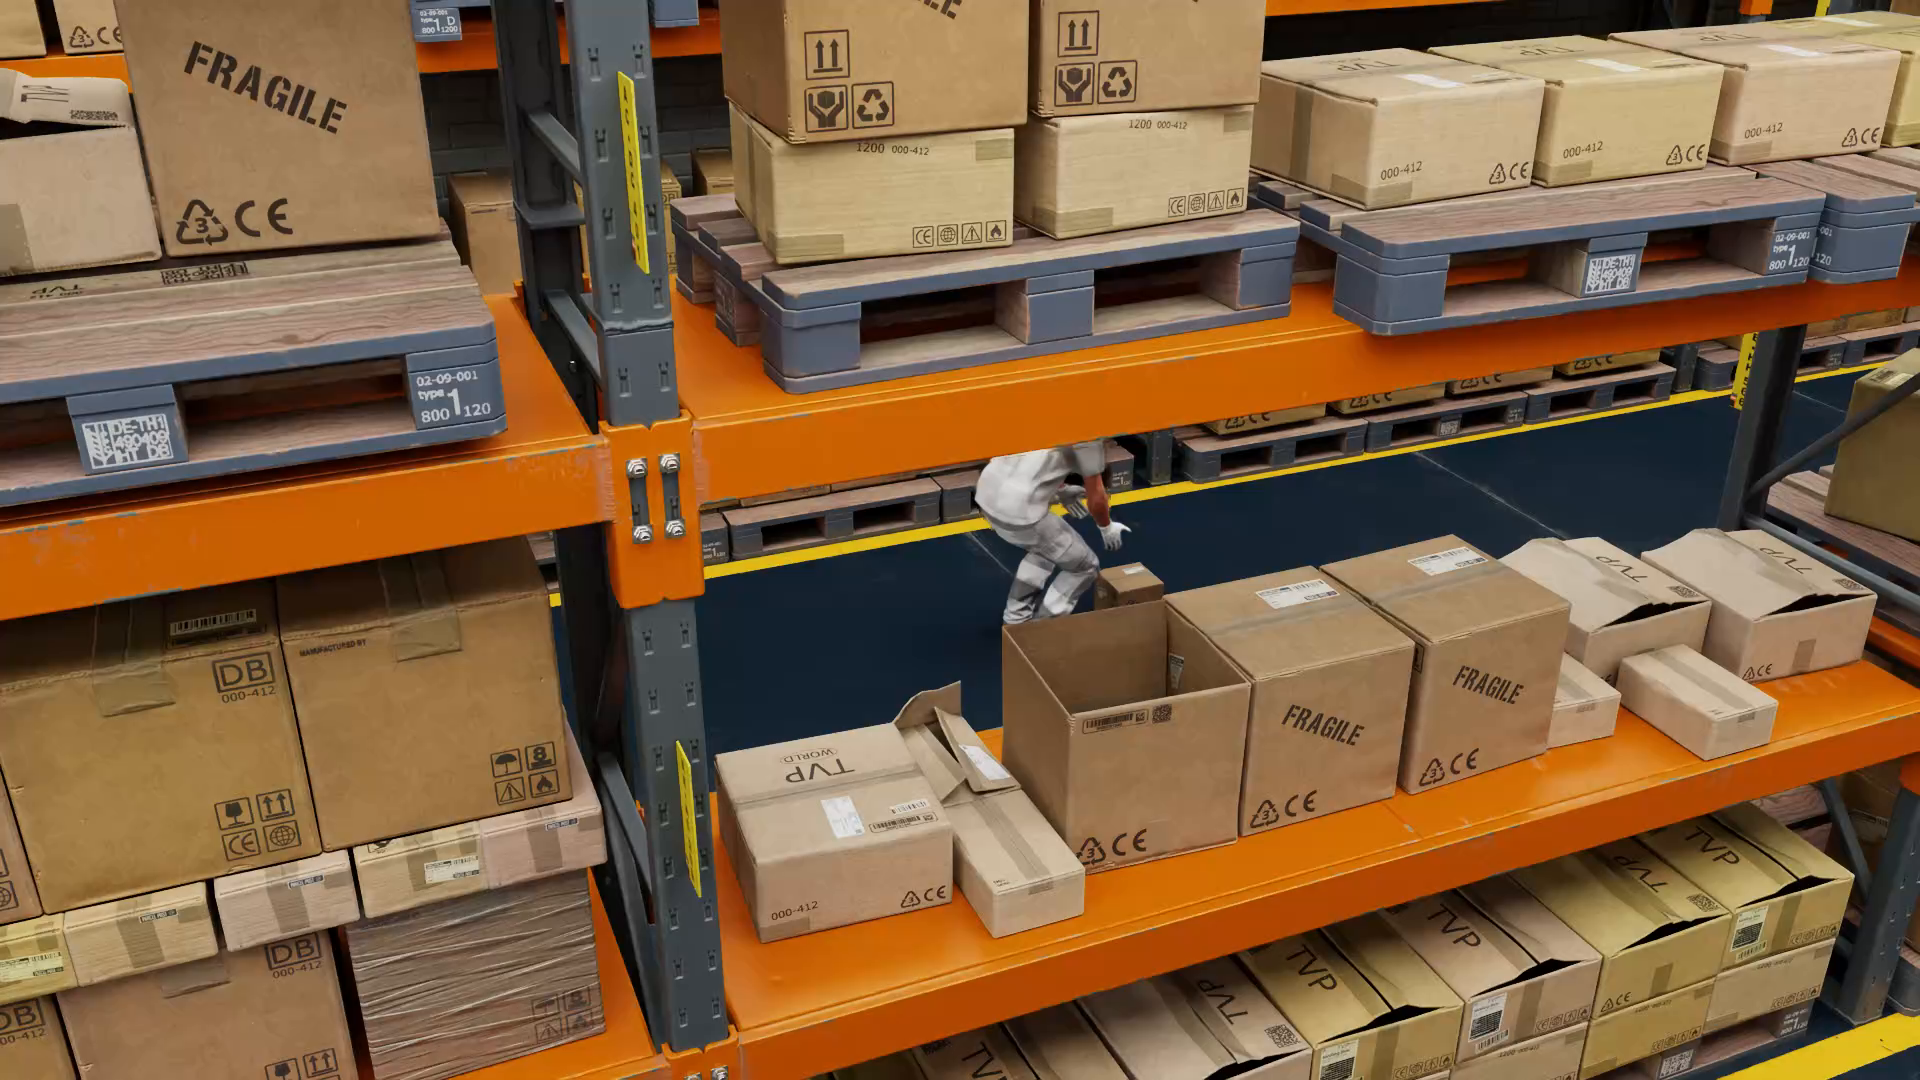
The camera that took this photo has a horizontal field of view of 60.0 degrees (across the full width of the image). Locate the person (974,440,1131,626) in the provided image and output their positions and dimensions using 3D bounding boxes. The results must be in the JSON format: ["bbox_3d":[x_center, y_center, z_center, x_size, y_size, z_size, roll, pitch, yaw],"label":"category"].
[{"bbox_3d":[0.439,-0.175,7.883,0.766,1.412,0.584,-10,28,-20],"label":"person"}]
